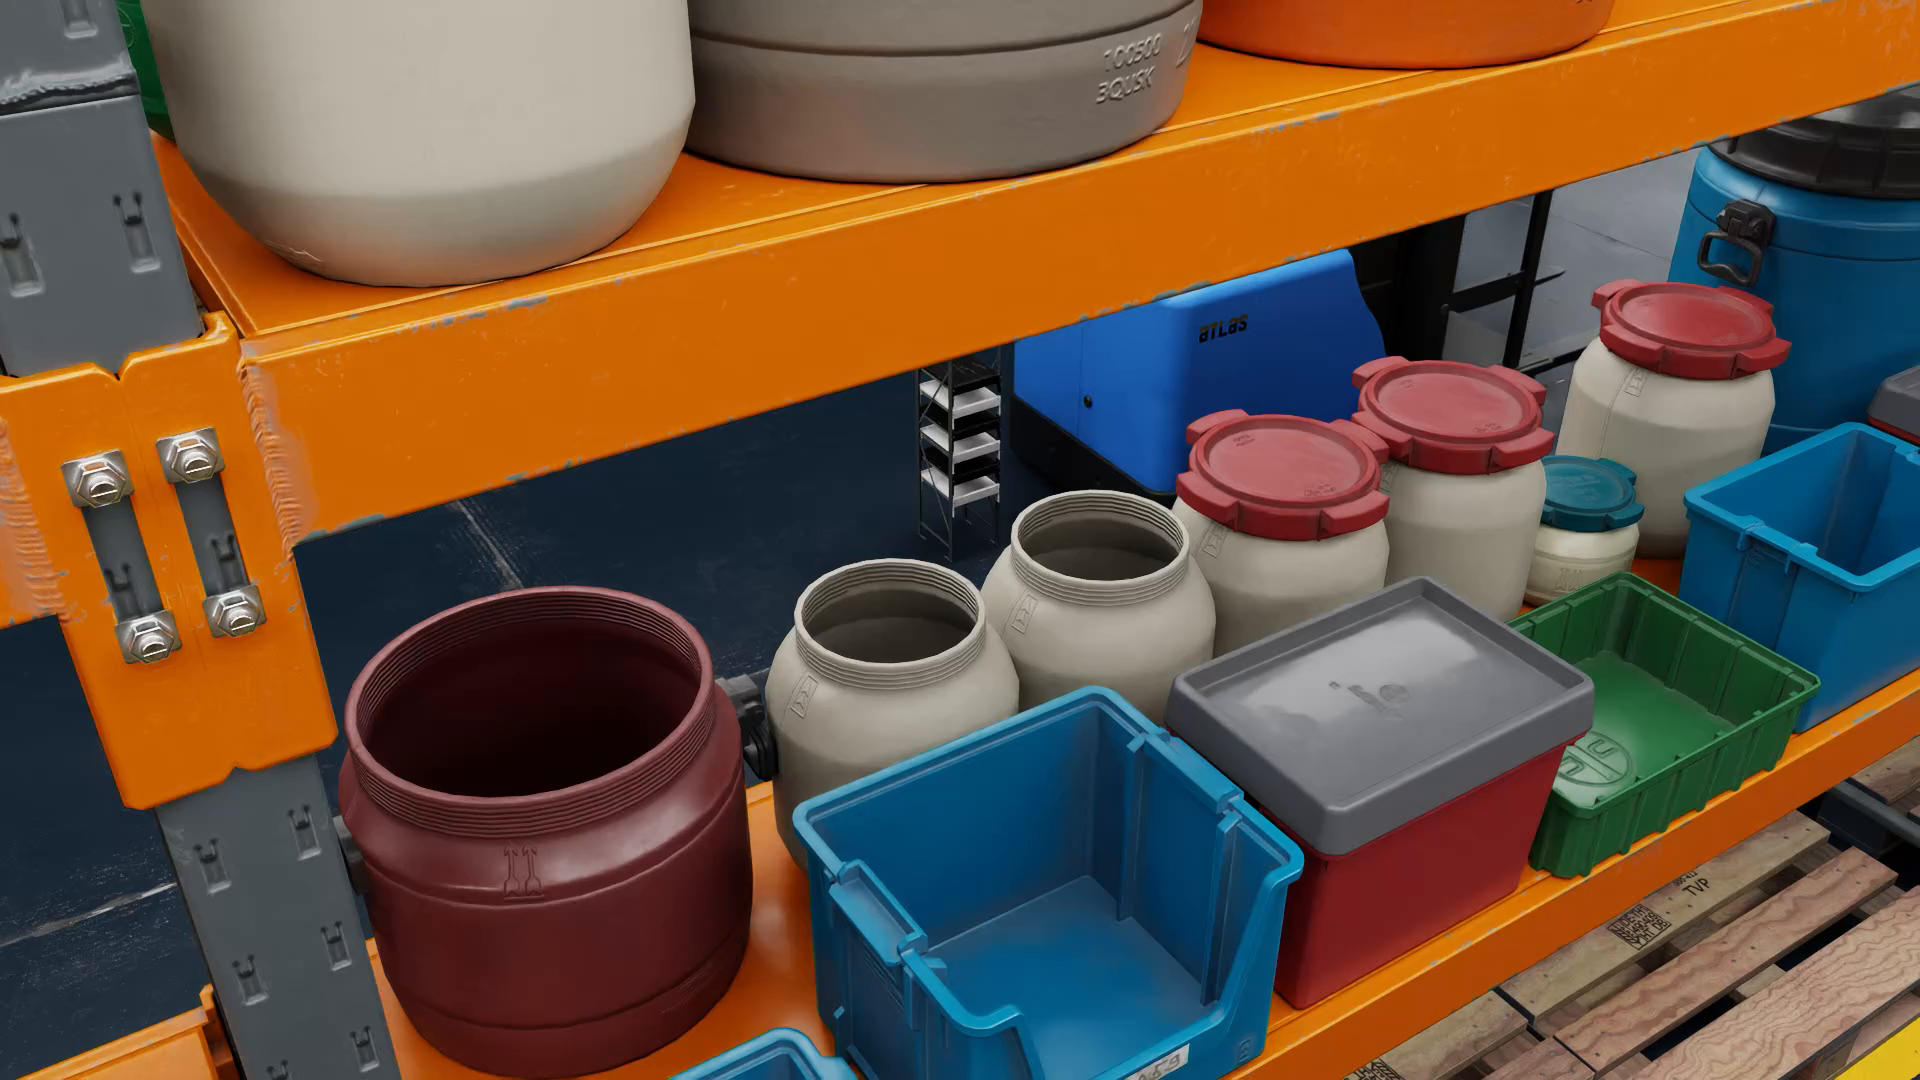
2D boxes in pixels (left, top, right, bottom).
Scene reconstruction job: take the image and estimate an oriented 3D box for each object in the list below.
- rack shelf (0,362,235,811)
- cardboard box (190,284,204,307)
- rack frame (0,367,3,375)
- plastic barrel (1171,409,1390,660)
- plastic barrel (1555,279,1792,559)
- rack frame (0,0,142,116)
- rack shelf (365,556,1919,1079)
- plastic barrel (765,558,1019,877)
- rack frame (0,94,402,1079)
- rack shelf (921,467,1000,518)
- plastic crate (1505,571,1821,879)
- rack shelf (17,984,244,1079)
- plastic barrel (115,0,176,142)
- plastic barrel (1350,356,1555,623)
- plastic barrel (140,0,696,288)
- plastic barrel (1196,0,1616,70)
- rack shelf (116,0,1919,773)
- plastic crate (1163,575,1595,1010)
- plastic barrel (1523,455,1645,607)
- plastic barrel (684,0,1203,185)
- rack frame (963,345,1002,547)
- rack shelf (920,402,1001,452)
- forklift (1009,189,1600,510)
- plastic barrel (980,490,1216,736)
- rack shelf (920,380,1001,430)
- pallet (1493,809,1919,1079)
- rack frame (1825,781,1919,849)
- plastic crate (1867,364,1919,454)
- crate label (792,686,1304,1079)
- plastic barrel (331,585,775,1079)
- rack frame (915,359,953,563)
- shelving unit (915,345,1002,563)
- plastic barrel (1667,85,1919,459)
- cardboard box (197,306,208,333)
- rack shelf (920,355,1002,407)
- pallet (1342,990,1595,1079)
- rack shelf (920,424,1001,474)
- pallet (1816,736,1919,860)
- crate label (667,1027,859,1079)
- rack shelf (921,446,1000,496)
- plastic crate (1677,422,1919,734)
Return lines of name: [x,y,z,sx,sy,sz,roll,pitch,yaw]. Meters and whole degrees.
rack shelf: [-2.542,0.384,0.693,4.000,0.370,1.077,-19,37,-27]
cardboard box: [-2.998,-1.104,6.417,0.500,0.250,0.500,-17,36,-25]
rack frame: [-3.544,-1.451,5.739,0.127,3.000,1.000,-19,37,-27]
plastic barrel: [0.598,0.072,3.197,0.433,0.535,0.433,0,32,0]
plastic barrel: [1.578,-0.265,3.732,0.433,0.535,0.433,0,32,0]
rack frame: [-0.861,-1.767,0.617,0.127,3.000,1.000,-19,37,-27]
rack shelf: [0.820,0.496,3.326,4.000,0.370,1.077,-19,37,-27]
plastic barrel: [-0.112,0.330,2.811,0.421,0.512,0.421,0,32,0]
rack frame: [-0.861,0.770,2.218,0.127,3.000,1.000,-19,37,-27]
rack shelf: [-0.007,-0.198,6.120,0.200,0.077,0.258,-19,37,-27]
plastic crate: [1.190,0.333,3.109,0.662,0.188,0.450,-19,37,-27]
rack shelf: [-2.542,1.653,1.493,4.000,0.370,1.077,-19,37,-27]
plastic barrel: [-0.681,-0.527,1.608,0.294,0.245,0.294,0,32,0]
plastic barrel: [0.962,-0.053,3.396,0.433,0.535,0.433,0,32,0]
plastic barrel: [-0.434,-0.498,1.312,0.421,0.512,0.421,0,32,0]
plastic barrel: [0.497,-1.009,1.825,0.708,0.830,0.600,-19,37,-27]
rack shelf: [0.820,-0.772,2.526,4.000,0.370,1.077,-19,37,-27]
plastic crate: [0.663,0.413,2.724,0.583,0.464,0.402,-19,37,-27]
plastic barrel: [1.306,-0.014,3.590,0.301,0.262,0.301,0,32,0]
plastic barrel: [-0.053,-0.851,1.506,0.600,0.901,0.600,0,32,0]
rack frame: [0.079,-0.408,6.053,0.006,0.900,0.240,-19,37,-27]
rack shelf: [-0.007,-0.426,5.976,0.200,0.077,0.258,-19,37,-27]
forklift: [1.722,-1.777,6.320,3.031,2.935,1.130,-18,37,-26]
plastic barrel: [0.242,0.208,3.004,0.421,0.512,0.421,0,32,0]
rack shelf: [-0.007,-0.502,5.928,0.200,0.077,0.258,-19,37,-27]
pallet: [1.862,1.038,4.407,1.213,0.211,1.003,-19,37,-27]
rack frame: [2.501,-0.386,4.051,0.127,3.000,1.000,-19,37,-27]
plastic crate: [2.260,-0.136,3.594,0.583,0.464,0.402,-19,37,-27]
crate label: [0.121,0.589,2.471,0.616,0.435,0.502,-19,37,-27]
plastic barrel: [-0.635,0.443,2.609,0.708,0.536,0.600,-19,37,-27]
rack frame: [-0.092,-0.349,5.960,0.006,0.900,0.240,-19,37,-27]
shelving unit: [-0.007,-0.378,6.006,0.210,0.900,0.258,-19,37,-27]
plastic barrel: [2.012,-0.622,3.955,0.708,0.901,0.600,-19,37,-27]
cardboard box: [-2.992,-0.782,6.609,0.500,0.500,0.700,-21,38,-30]
rack shelf: [-0.007,-0.578,5.880,0.200,0.077,0.258,-19,37,-27]
pallet: [0.836,1.392,3.845,1.213,0.211,1.003,-19,37,-27]
rack shelf: [-0.007,-0.350,6.024,0.200,0.077,0.258,-19,37,-27]
pallet: [3.088,0.618,5.073,1.213,0.211,1.003,-19,37,-27]
crate label: [-0.304,0.887,2.189,0.416,0.233,0.303,-19,37,-27]
rack shelf: [-0.007,-0.274,6.072,0.200,0.077,0.258,-19,37,-27]
plastic crate: [1.742,0.079,3.328,0.575,0.384,0.392,-19,37,-27]
